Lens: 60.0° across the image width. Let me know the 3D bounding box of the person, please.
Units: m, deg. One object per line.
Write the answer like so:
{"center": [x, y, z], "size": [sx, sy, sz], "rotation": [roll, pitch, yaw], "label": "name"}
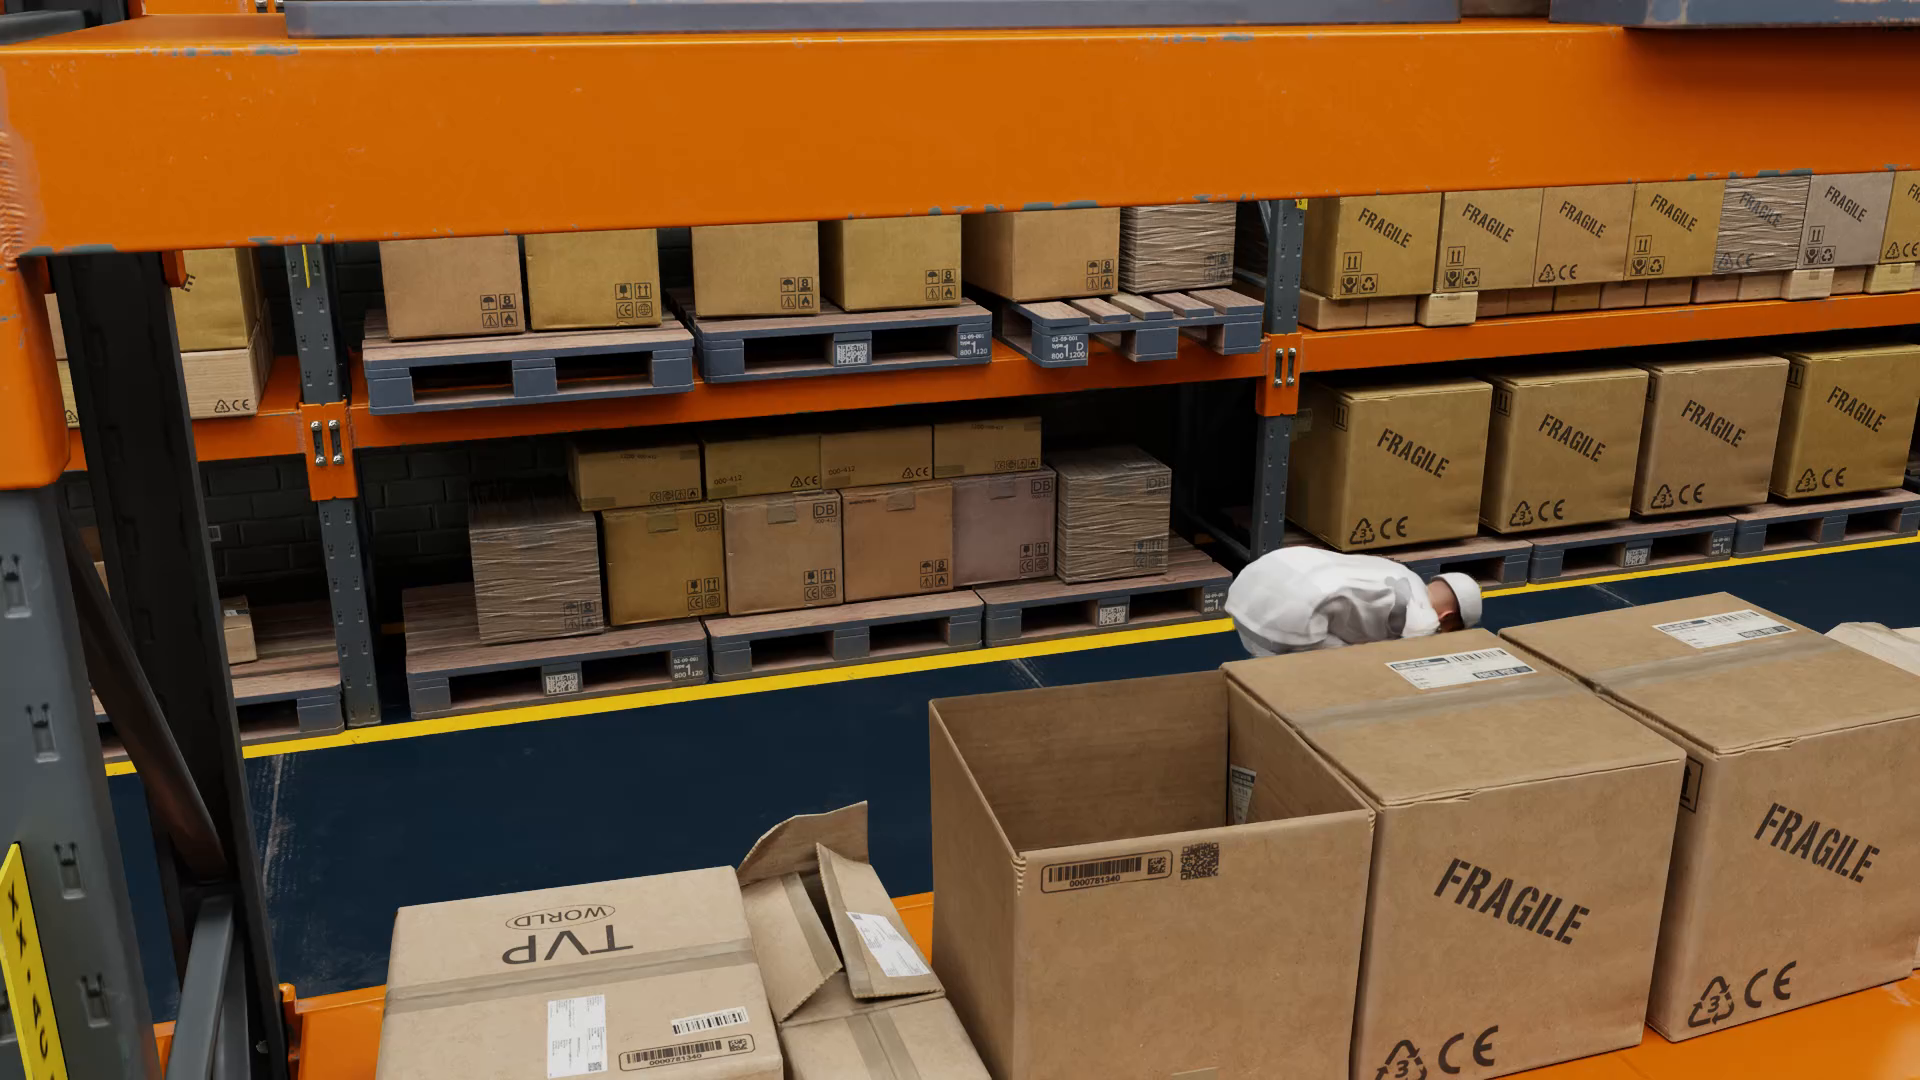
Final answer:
{"center": [1.360, 0.505, 5.710], "size": [0.957, 1.036, 0.524], "rotation": [-7, 20, -20], "label": "person"}
